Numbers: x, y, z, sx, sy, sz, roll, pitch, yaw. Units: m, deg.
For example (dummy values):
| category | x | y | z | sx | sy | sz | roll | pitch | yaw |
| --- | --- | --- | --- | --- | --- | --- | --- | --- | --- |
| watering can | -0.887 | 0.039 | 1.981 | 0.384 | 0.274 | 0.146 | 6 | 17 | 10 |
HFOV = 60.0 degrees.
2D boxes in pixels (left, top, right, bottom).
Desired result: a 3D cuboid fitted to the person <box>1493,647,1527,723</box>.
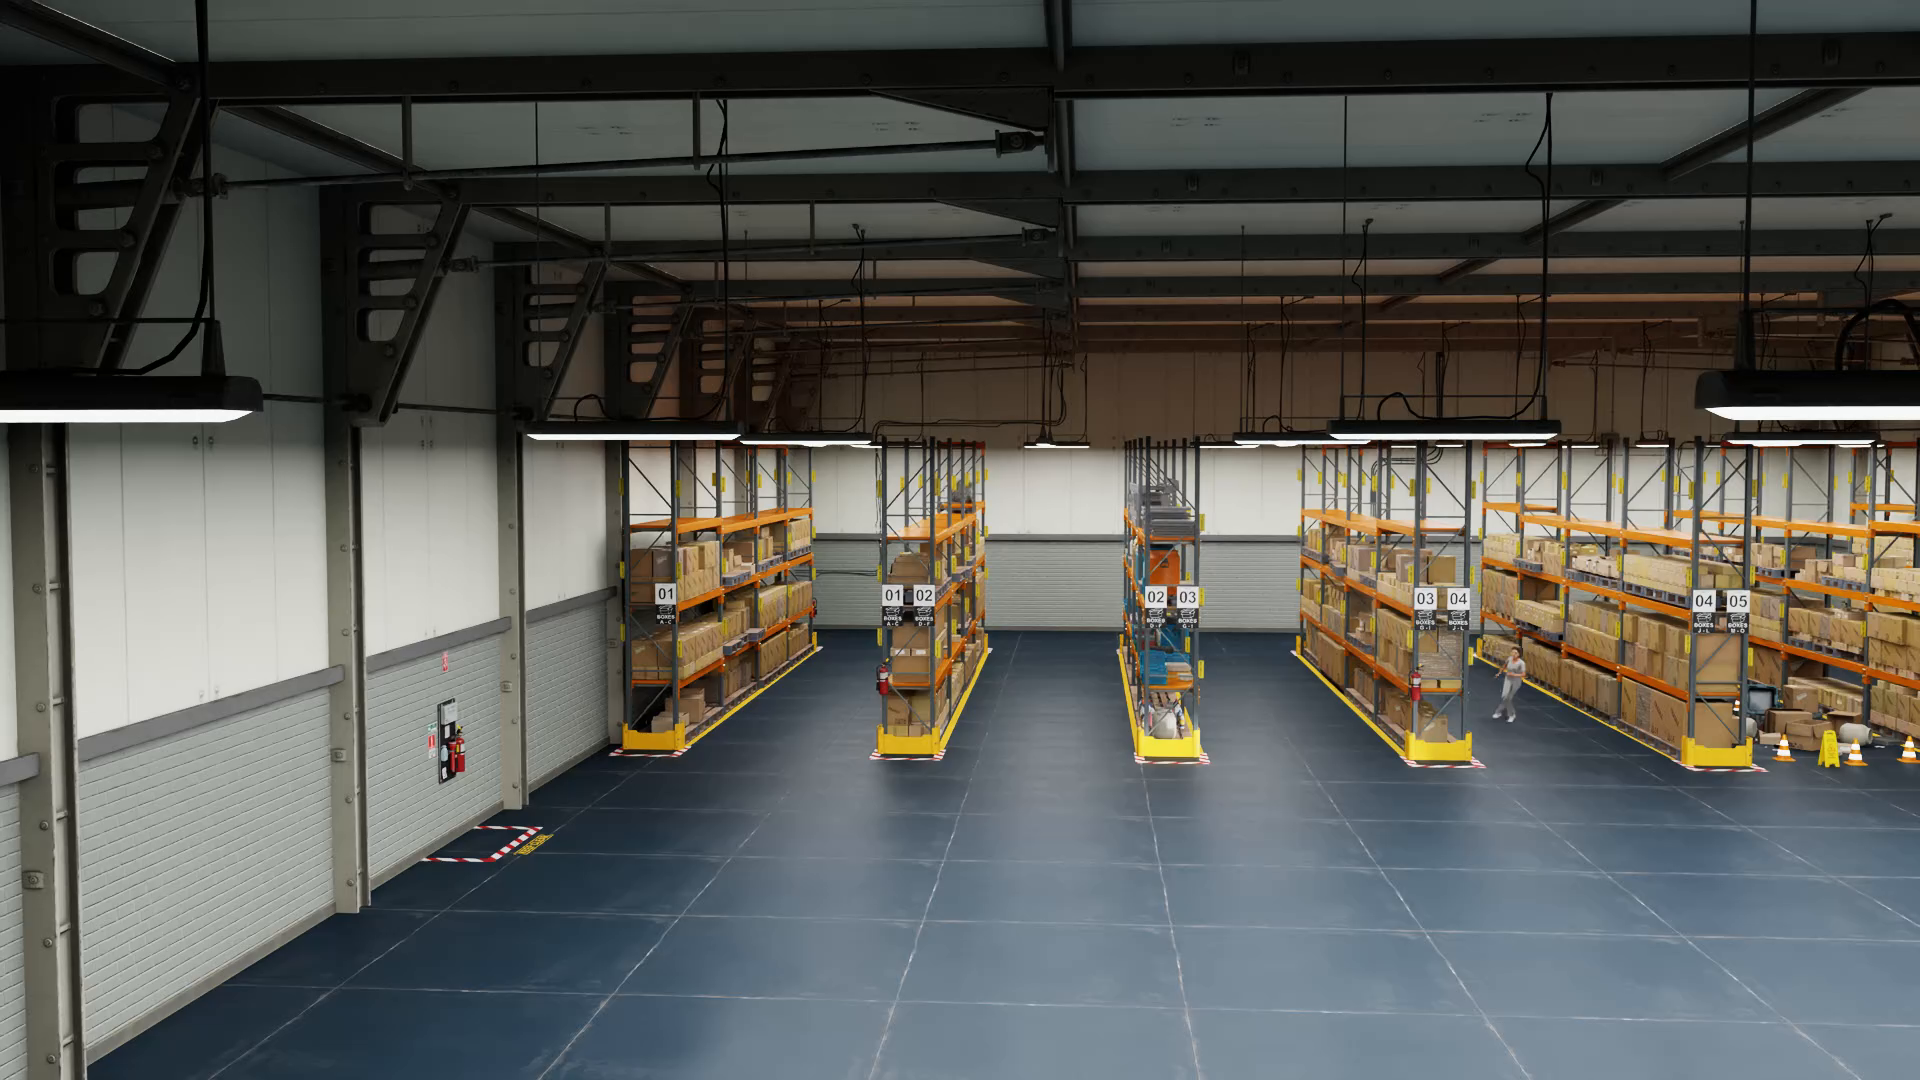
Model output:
| category | x | y | z | sx | sy | sz | roll | pitch | yaw |
| --- | --- | --- | --- | --- | --- | --- | --- | --- | --- |
| person | 11.619 | 3.027 | 35.137 | 0.723 | 1.584 | 0.680 | 2 | 3 | 29 |

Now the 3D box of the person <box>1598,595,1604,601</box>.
| category | x | y | z | sx | sy | sz | roll | pitch | yaw |
| --- | --- | --- | --- | --- | --- | --- | --- | --- | --- |
| person | 18.321 | 2.304 | 47.219 | 0.828 | 1.816 | 0.649 | 0 | 3 | -2 |

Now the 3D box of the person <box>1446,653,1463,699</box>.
| category | x | y | z | sx | sy | sz | roll | pitch | yaw |
| --- | --- | --- | --- | --- | --- | --- | --- | --- | --- |
| person | 11.362 | 2.920 | 38.565 | 0.575 | 1.448 | 1.066 | 1 | 3 | 12 |
